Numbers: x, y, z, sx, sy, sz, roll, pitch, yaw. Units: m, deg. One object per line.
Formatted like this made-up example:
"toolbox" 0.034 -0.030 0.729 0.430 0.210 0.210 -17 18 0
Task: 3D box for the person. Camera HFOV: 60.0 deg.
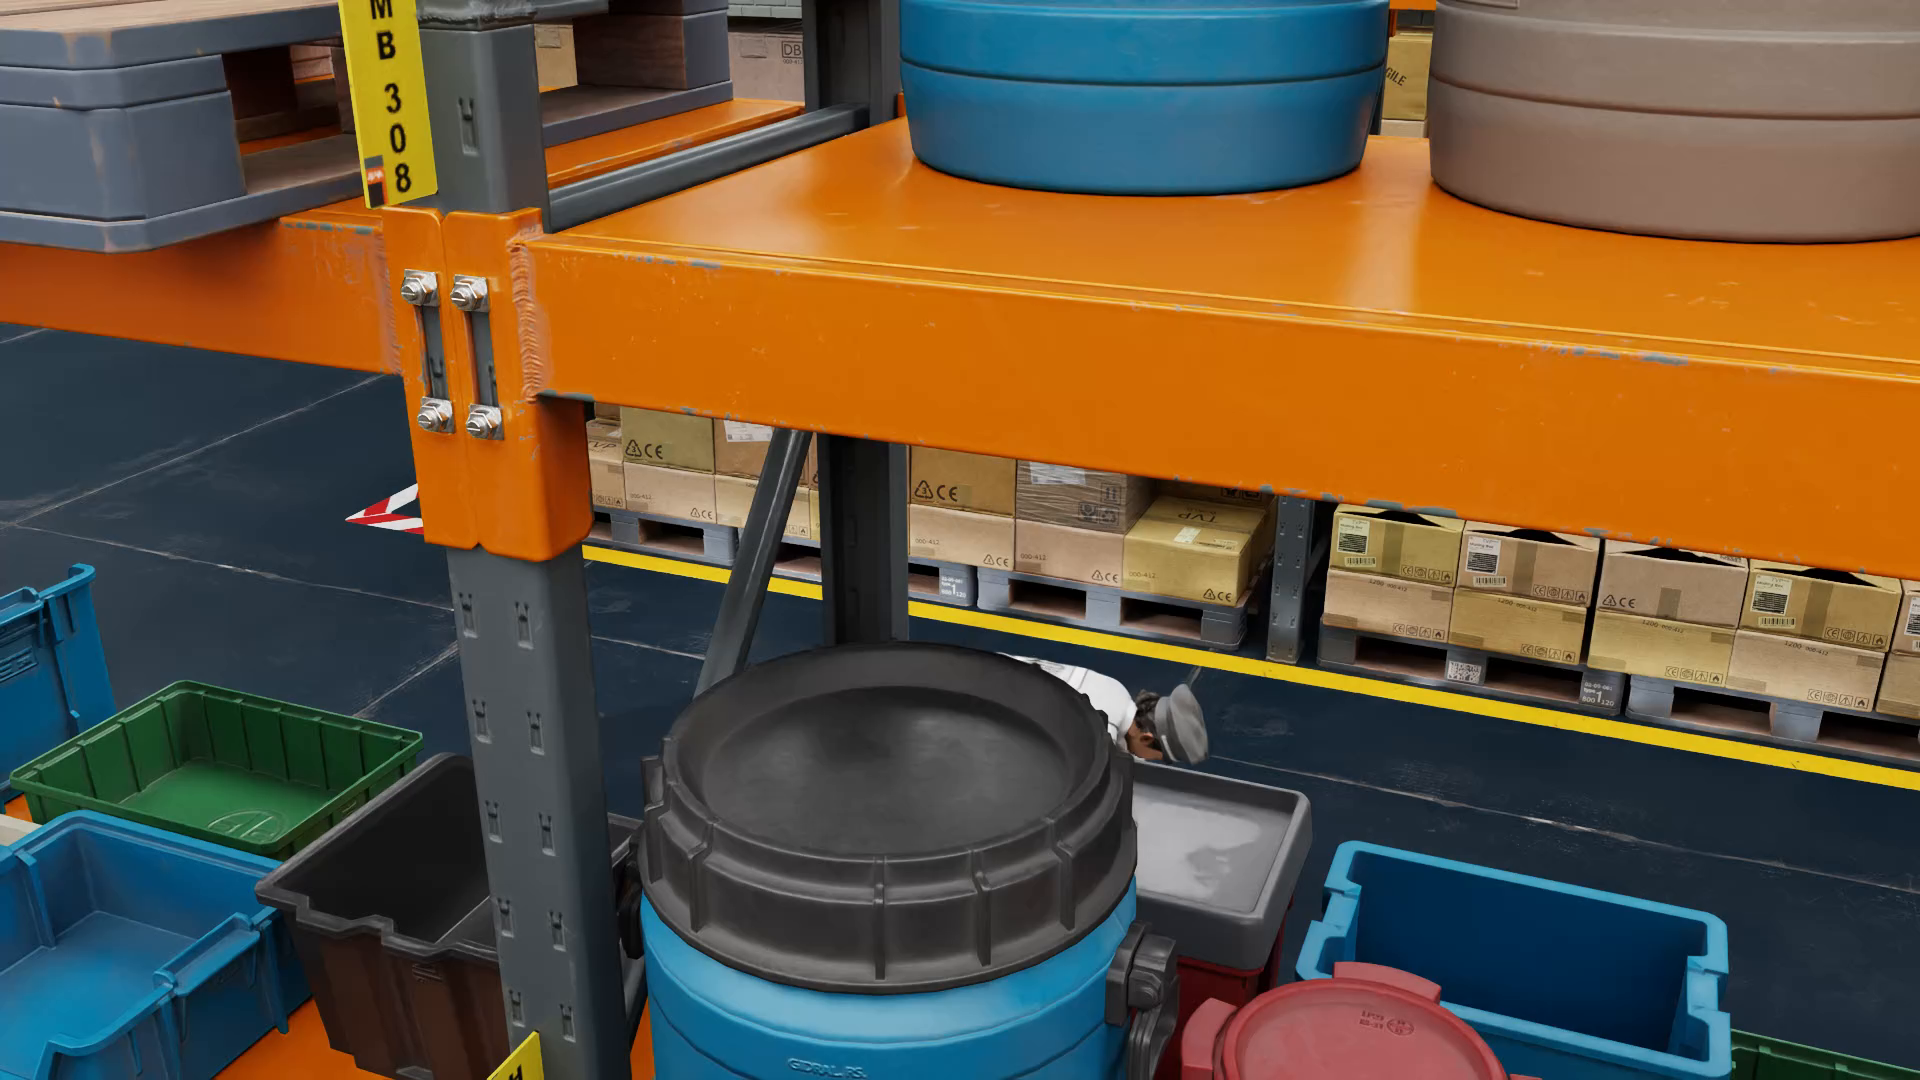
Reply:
"person" 0.350 0.771 5.451 0.914 0.760 0.459 8 24 19
